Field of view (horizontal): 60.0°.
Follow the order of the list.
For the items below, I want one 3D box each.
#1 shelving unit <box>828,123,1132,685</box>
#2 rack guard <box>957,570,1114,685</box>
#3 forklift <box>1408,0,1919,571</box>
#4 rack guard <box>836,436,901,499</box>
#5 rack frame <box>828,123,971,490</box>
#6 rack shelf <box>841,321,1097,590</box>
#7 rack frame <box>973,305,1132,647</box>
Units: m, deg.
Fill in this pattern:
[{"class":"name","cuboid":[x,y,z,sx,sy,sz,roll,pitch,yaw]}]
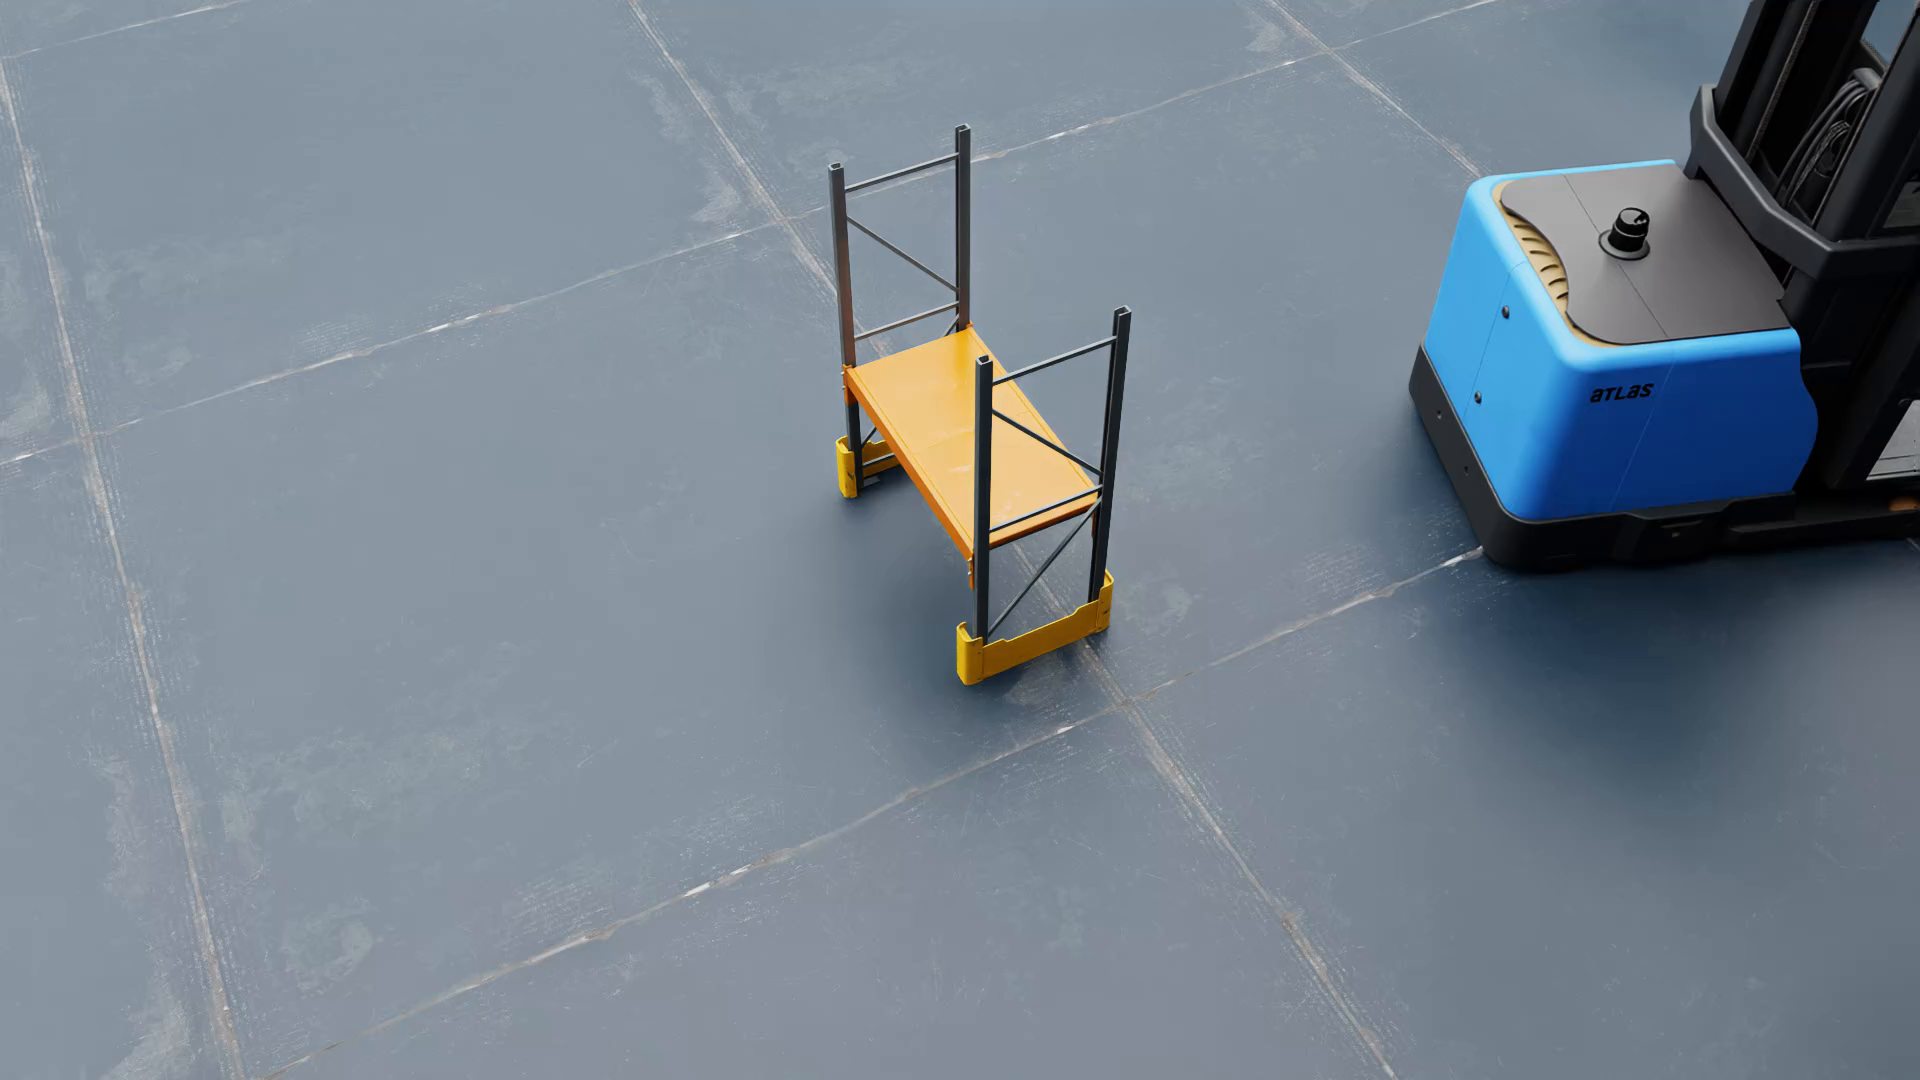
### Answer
[{"class":"shelving unit","cuboid":[0.035,-0.443,5.641,0.587,1.500,1.083,-21,52,-18]},{"class":"rack guard","cuboid":[0.263,0.302,5.820,0.587,0.250,0.087,-21,52,-18]},{"class":"forklift","cuboid":[3.364,-1.366,5.497,3.031,2.935,1.130,-6,49,-6]},{"class":"rack guard","cuboid":[-0.193,-0.365,6.403,0.587,0.250,0.087,-21,52,-18]},{"class":"rack frame","cuboid":[-0.194,-0.777,5.933,0.500,1.500,0.032,-21,52,-18]},{"class":"rack shelf","cuboid":[0.039,-0.318,5.771,0.538,0.185,1.000,-21,52,-18]},{"class":"rack frame","cuboid":[0.272,-0.096,5.338,0.500,1.500,0.032,-21,52,-18]}]
